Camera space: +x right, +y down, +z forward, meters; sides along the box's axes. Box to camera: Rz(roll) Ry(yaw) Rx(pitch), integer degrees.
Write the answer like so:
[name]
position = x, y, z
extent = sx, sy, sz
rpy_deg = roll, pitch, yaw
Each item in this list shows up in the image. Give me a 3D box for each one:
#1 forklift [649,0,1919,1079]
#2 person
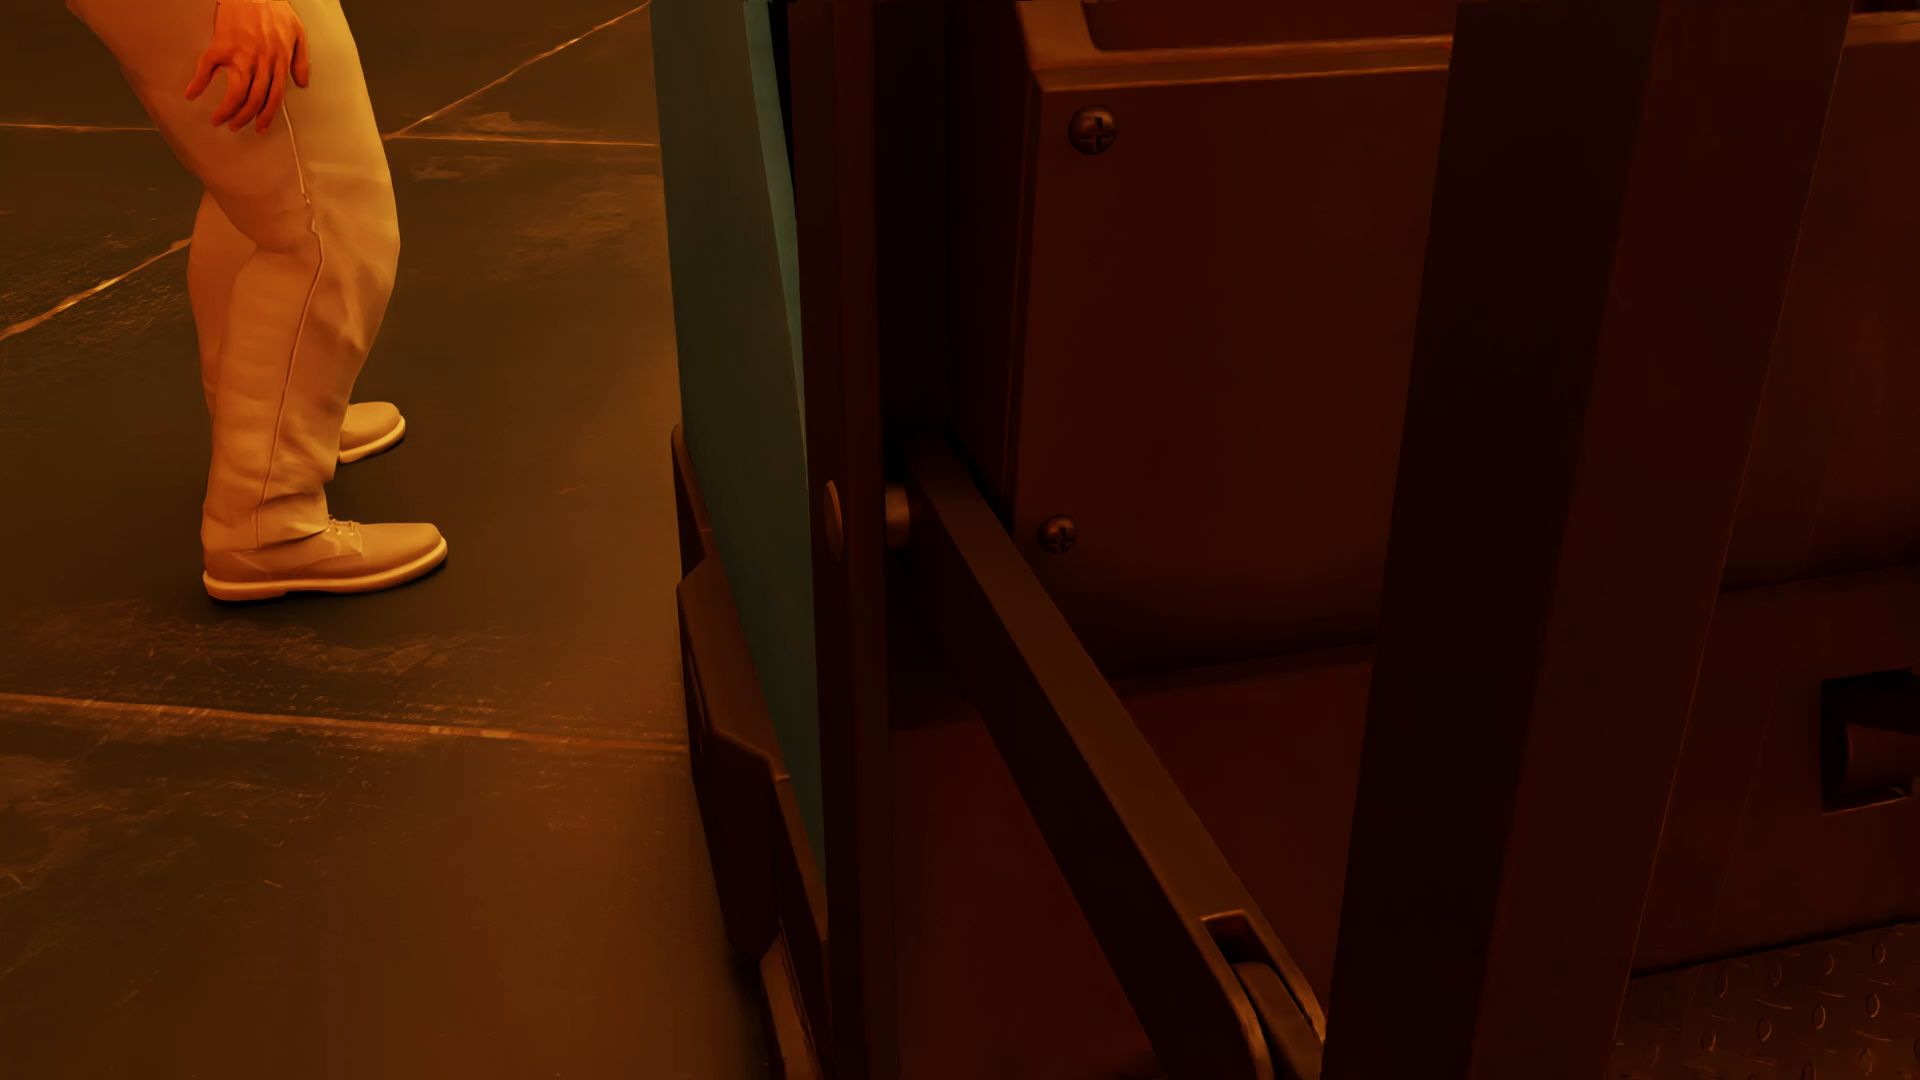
[forklift]
position = 0.520, -0.613, 0.445
extent = 1.130, 2.935, 3.031
rpy_deg = -7, 27, -14
[person]
position = -0.954, -0.775, 2.124
extent = 0.440, 1.725, 0.787
rpy_deg = -16, 31, -29
